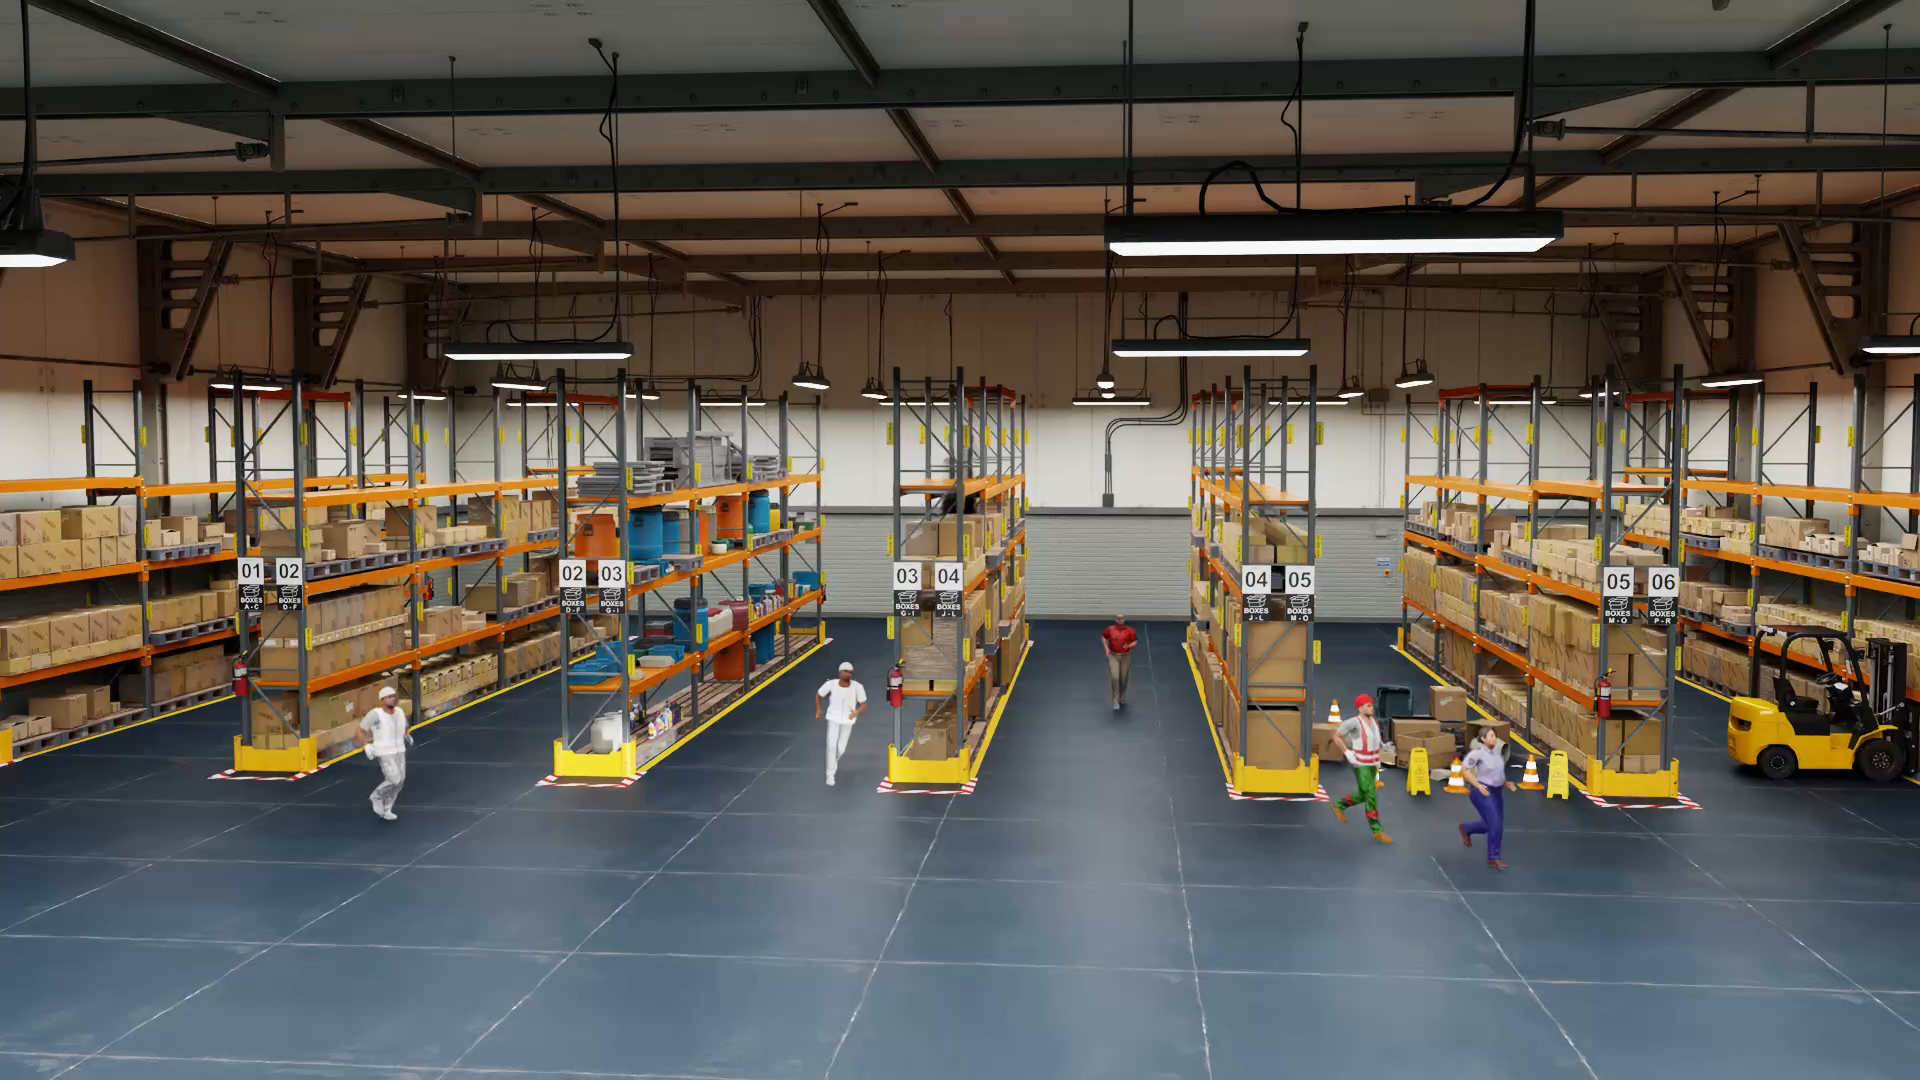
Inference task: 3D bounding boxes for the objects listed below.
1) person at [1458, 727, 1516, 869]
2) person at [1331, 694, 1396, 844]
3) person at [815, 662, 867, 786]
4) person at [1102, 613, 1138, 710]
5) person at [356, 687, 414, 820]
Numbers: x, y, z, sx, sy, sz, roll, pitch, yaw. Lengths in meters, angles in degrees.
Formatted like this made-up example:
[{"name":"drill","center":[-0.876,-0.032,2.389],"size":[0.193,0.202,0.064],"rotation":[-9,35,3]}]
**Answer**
[{"name":"person","center":[6.137,2.998,19.506],"size":[0.607,1.631,0.745],"rotation":[-3,5,-41]},{"name":"person","center":[5.024,2.815,20.757],"size":[0.656,1.792,0.982],"rotation":[-3,5,-41]},{"name":"person","center":[-1.735,2.651,24.256],"size":[0.753,1.758,0.831],"rotation":[-1,4,-8]},{"name":"person","center":[2.965,2.231,30.819],"size":[0.654,1.761,0.815],"rotation":[0,4,2]},{"name":"person","center":[-7.397,2.782,21.646],"size":[0.597,1.739,0.679],"rotation":[2,4,31]}]
